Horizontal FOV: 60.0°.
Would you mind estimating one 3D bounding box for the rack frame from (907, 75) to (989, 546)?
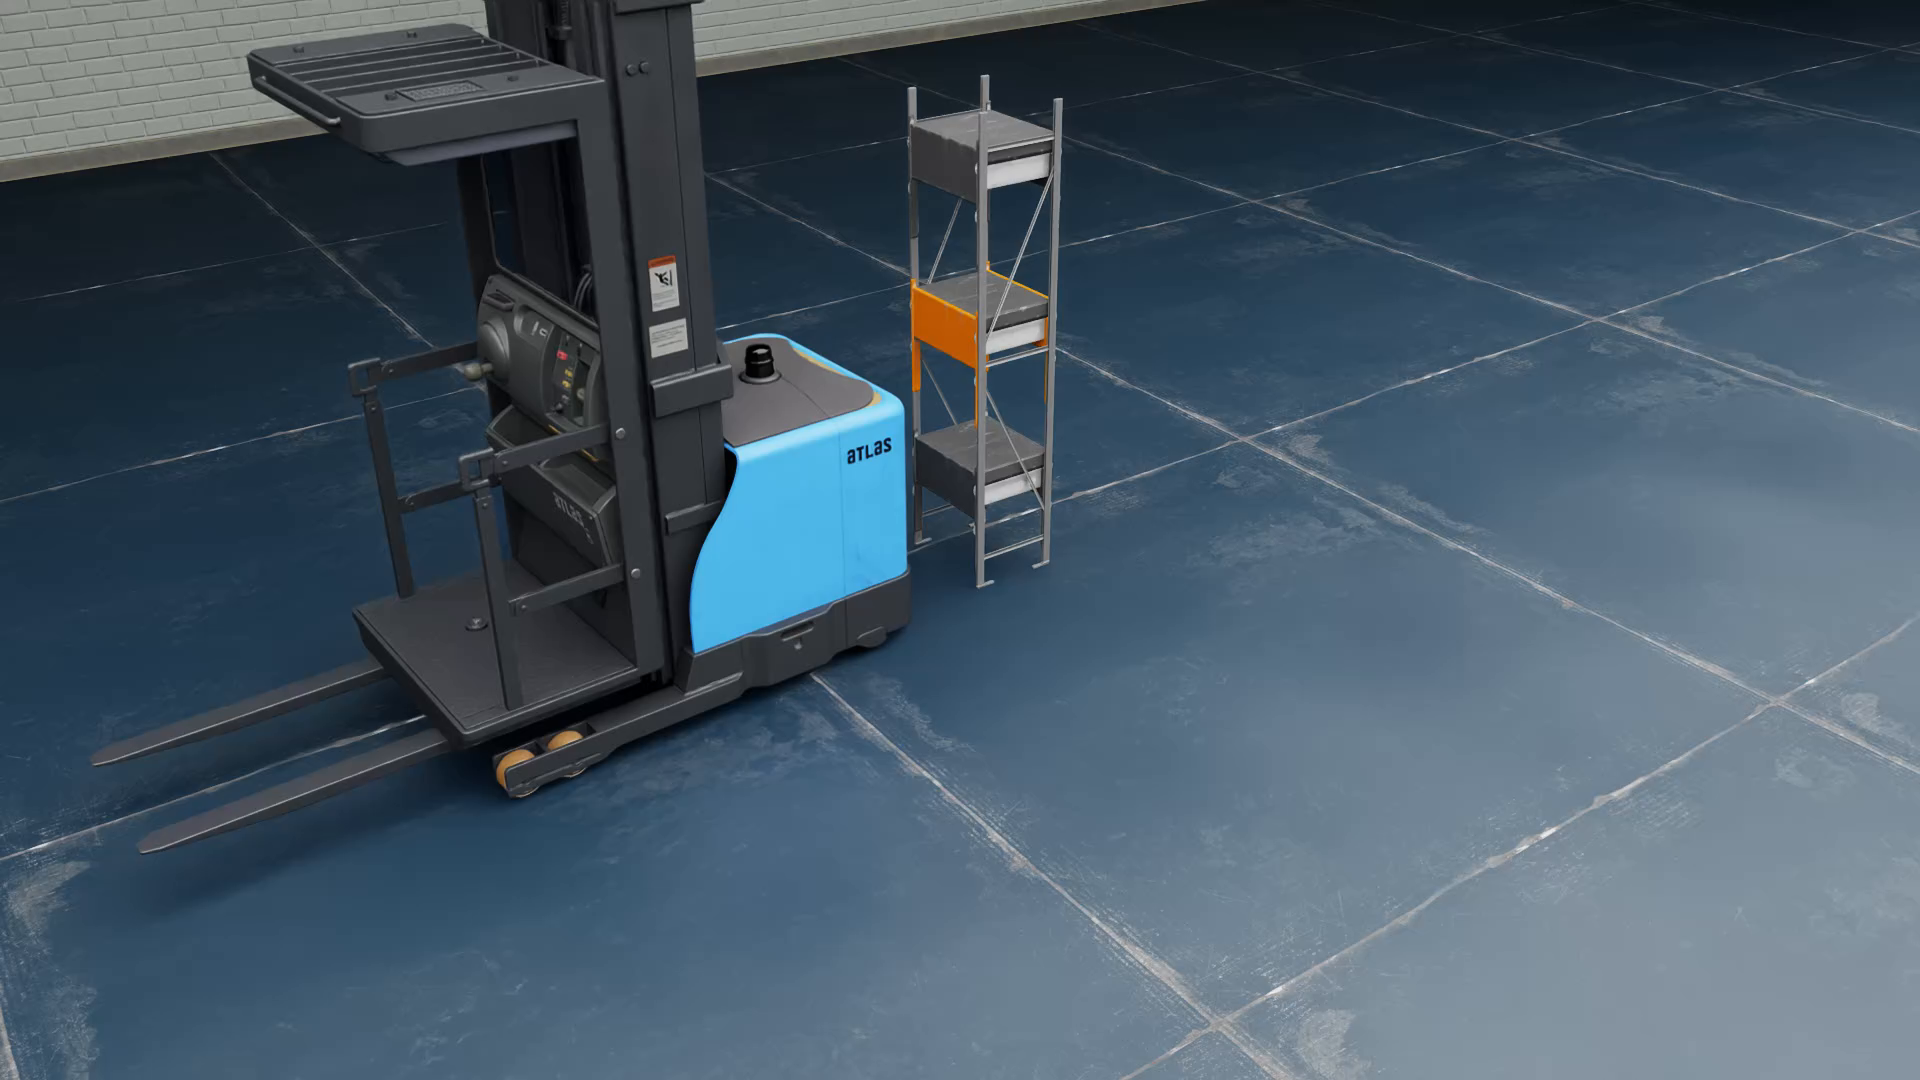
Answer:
[{"bbox_3d":[-0.046,-0.953,7.305,0.400,2.100,0.015,-19,34,-31],"label":"rack frame"}]

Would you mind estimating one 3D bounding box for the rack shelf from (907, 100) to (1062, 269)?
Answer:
[{"bbox_3d":[0.096,-1.461,6.803,0.431,0.518,0.480,-19,34,-31],"label":"rack shelf"}]

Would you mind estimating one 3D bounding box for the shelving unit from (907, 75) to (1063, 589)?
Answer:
[{"bbox_3d":[0.096,-0.858,7.130,0.431,2.100,0.503,-19,34,-31],"label":"shelving unit"}]

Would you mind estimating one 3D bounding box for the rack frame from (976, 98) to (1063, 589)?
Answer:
[{"bbox_3d":[0.238,-0.763,6.956,0.400,2.100,0.015,-19,34,-31],"label":"rack frame"}]

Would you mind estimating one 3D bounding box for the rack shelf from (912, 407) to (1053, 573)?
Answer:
[{"bbox_3d":[0.096,-0.231,7.471,0.431,0.518,0.480,-19,34,-31],"label":"rack shelf"}]

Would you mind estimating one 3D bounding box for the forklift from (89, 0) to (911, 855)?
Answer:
[{"bbox_3d":[-1.678,-0.642,5.861,3.031,2.935,1.130,-20,35,-33],"label":"forklift"}]

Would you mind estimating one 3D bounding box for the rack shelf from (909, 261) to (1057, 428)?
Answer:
[{"bbox_3d":[0.096,-0.846,7.137,0.431,0.518,0.480,-19,34,-31],"label":"rack shelf"}]
